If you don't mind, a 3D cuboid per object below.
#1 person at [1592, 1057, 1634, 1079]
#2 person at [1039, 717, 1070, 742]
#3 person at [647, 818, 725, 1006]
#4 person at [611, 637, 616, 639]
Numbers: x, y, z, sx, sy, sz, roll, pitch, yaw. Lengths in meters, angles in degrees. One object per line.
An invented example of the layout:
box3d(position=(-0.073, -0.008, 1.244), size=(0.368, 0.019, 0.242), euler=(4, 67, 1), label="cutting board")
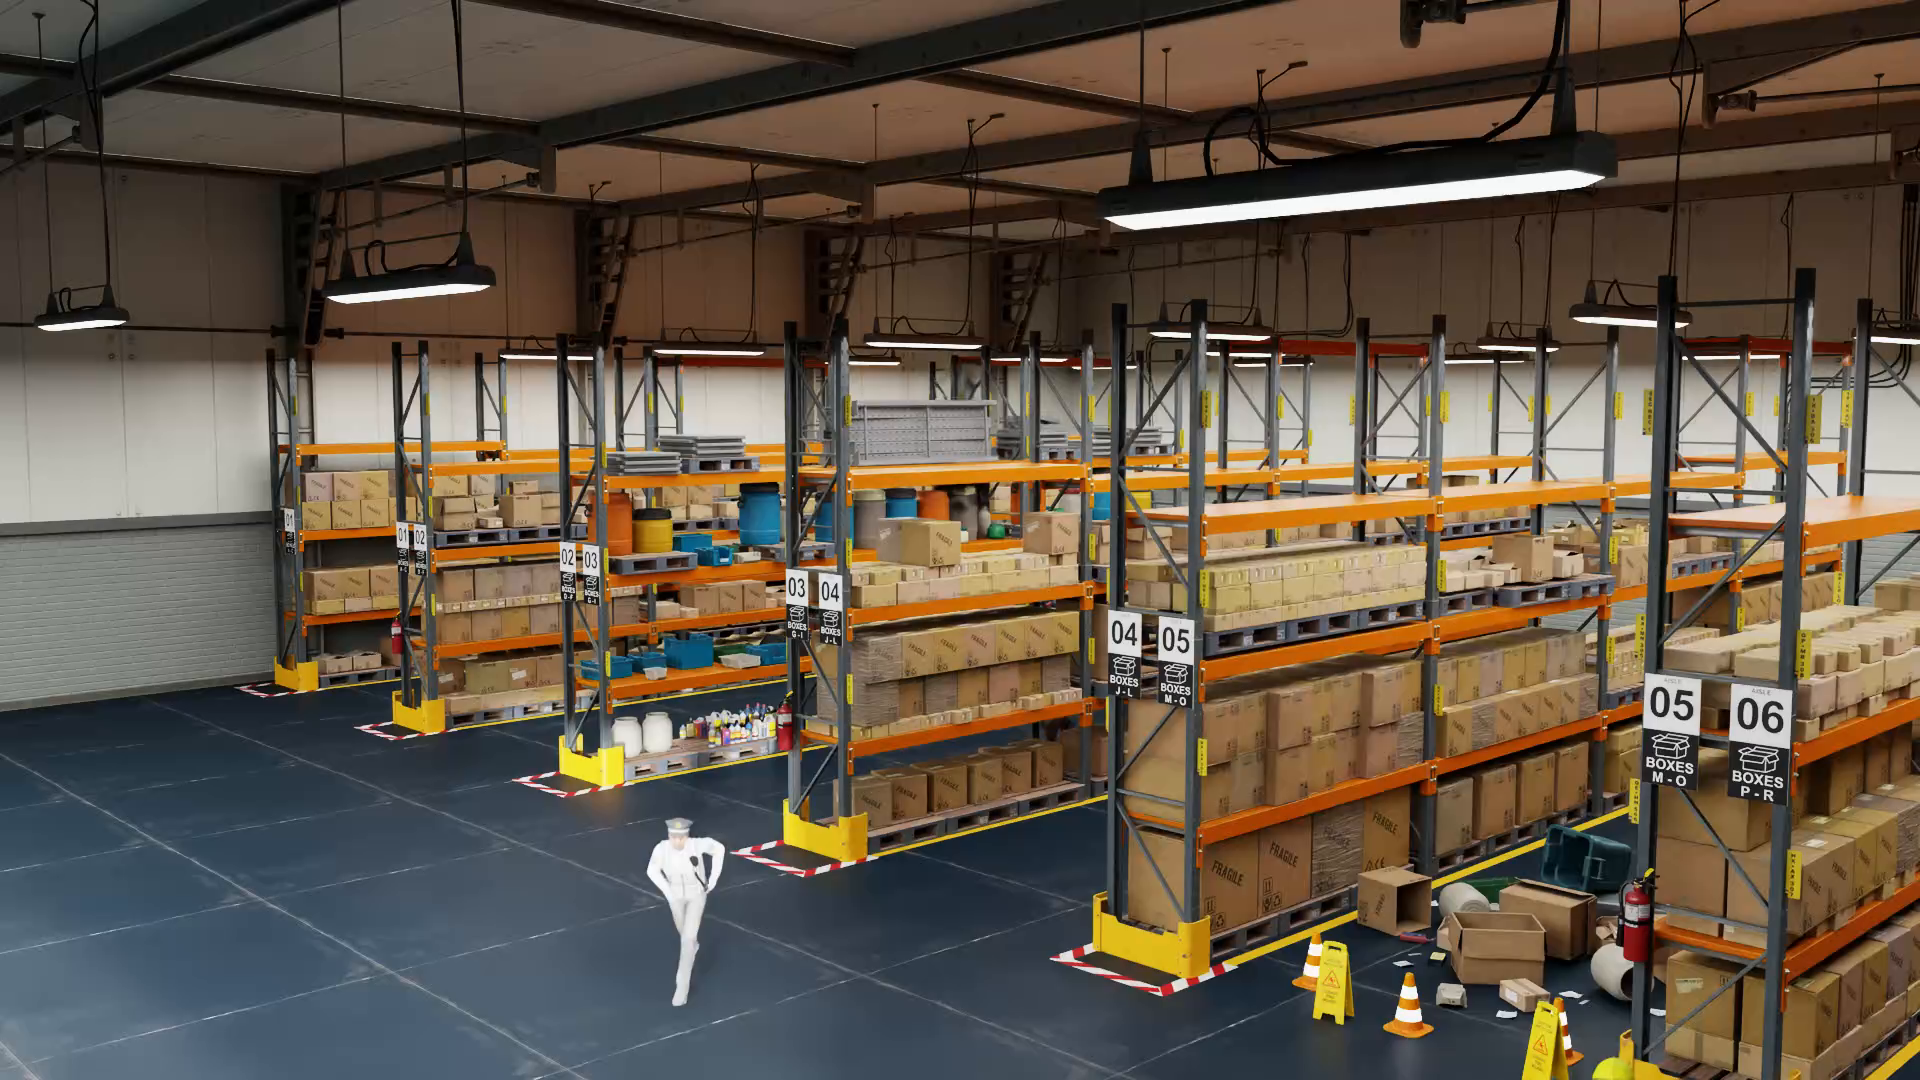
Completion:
box3d(position=(3.435, 3.534, 8.638), size=(0.719, 1.728, 0.840), euler=(3, 6, 32), label="person")
box3d(position=(1.344, 2.285, 23.976), size=(0.650, 1.658, 0.761), euler=(4, 7, 42), label="person")
box3d(position=(-2.374, 3.141, 14.528), size=(0.657, 1.627, 0.968), euler=(0, 5, -2), label="person")
box3d(position=(-6.592, 1.733, 30.655), size=(0.686, 1.584, 0.895), euler=(2, 5, 21), label="person")
